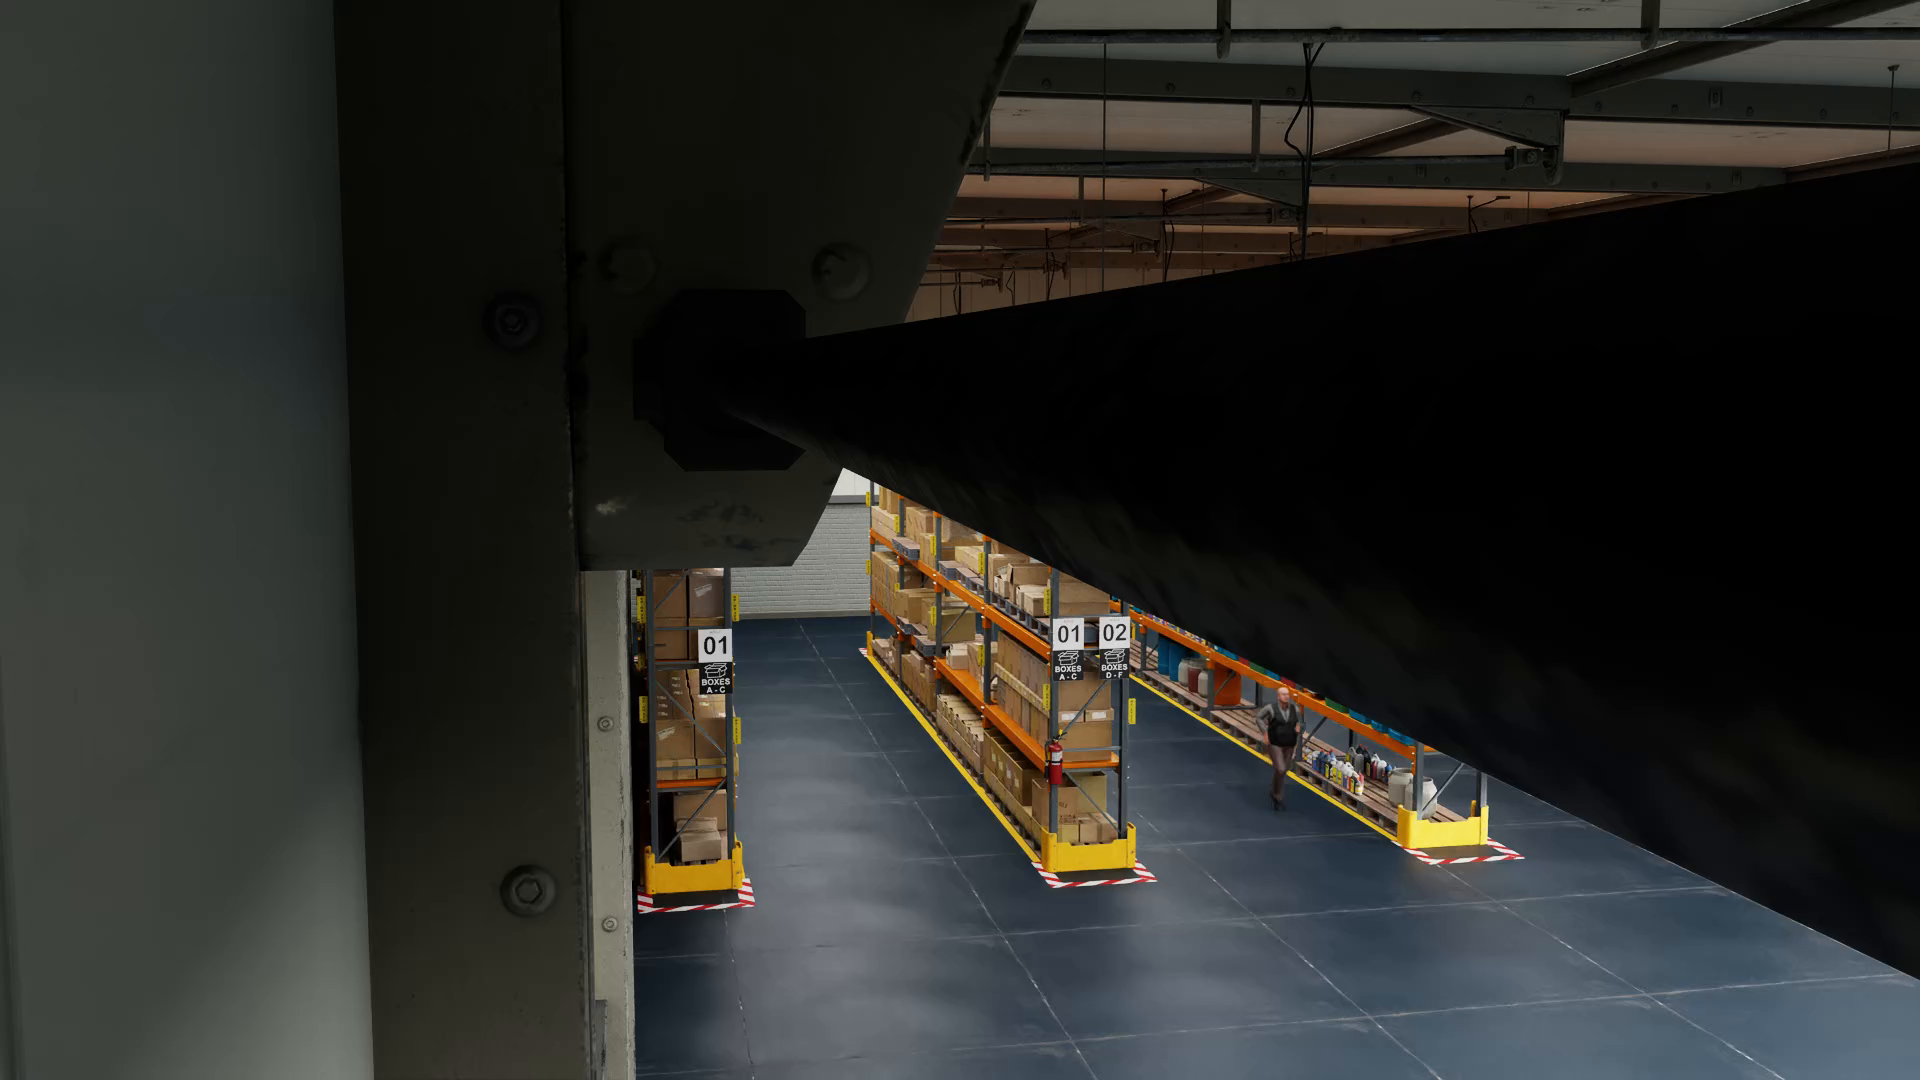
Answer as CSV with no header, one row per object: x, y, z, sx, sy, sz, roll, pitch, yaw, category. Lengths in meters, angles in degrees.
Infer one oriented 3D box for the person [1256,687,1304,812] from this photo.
4.621,2.994,23.886,0.638,1.783,0.779,-2,6,-15,person
